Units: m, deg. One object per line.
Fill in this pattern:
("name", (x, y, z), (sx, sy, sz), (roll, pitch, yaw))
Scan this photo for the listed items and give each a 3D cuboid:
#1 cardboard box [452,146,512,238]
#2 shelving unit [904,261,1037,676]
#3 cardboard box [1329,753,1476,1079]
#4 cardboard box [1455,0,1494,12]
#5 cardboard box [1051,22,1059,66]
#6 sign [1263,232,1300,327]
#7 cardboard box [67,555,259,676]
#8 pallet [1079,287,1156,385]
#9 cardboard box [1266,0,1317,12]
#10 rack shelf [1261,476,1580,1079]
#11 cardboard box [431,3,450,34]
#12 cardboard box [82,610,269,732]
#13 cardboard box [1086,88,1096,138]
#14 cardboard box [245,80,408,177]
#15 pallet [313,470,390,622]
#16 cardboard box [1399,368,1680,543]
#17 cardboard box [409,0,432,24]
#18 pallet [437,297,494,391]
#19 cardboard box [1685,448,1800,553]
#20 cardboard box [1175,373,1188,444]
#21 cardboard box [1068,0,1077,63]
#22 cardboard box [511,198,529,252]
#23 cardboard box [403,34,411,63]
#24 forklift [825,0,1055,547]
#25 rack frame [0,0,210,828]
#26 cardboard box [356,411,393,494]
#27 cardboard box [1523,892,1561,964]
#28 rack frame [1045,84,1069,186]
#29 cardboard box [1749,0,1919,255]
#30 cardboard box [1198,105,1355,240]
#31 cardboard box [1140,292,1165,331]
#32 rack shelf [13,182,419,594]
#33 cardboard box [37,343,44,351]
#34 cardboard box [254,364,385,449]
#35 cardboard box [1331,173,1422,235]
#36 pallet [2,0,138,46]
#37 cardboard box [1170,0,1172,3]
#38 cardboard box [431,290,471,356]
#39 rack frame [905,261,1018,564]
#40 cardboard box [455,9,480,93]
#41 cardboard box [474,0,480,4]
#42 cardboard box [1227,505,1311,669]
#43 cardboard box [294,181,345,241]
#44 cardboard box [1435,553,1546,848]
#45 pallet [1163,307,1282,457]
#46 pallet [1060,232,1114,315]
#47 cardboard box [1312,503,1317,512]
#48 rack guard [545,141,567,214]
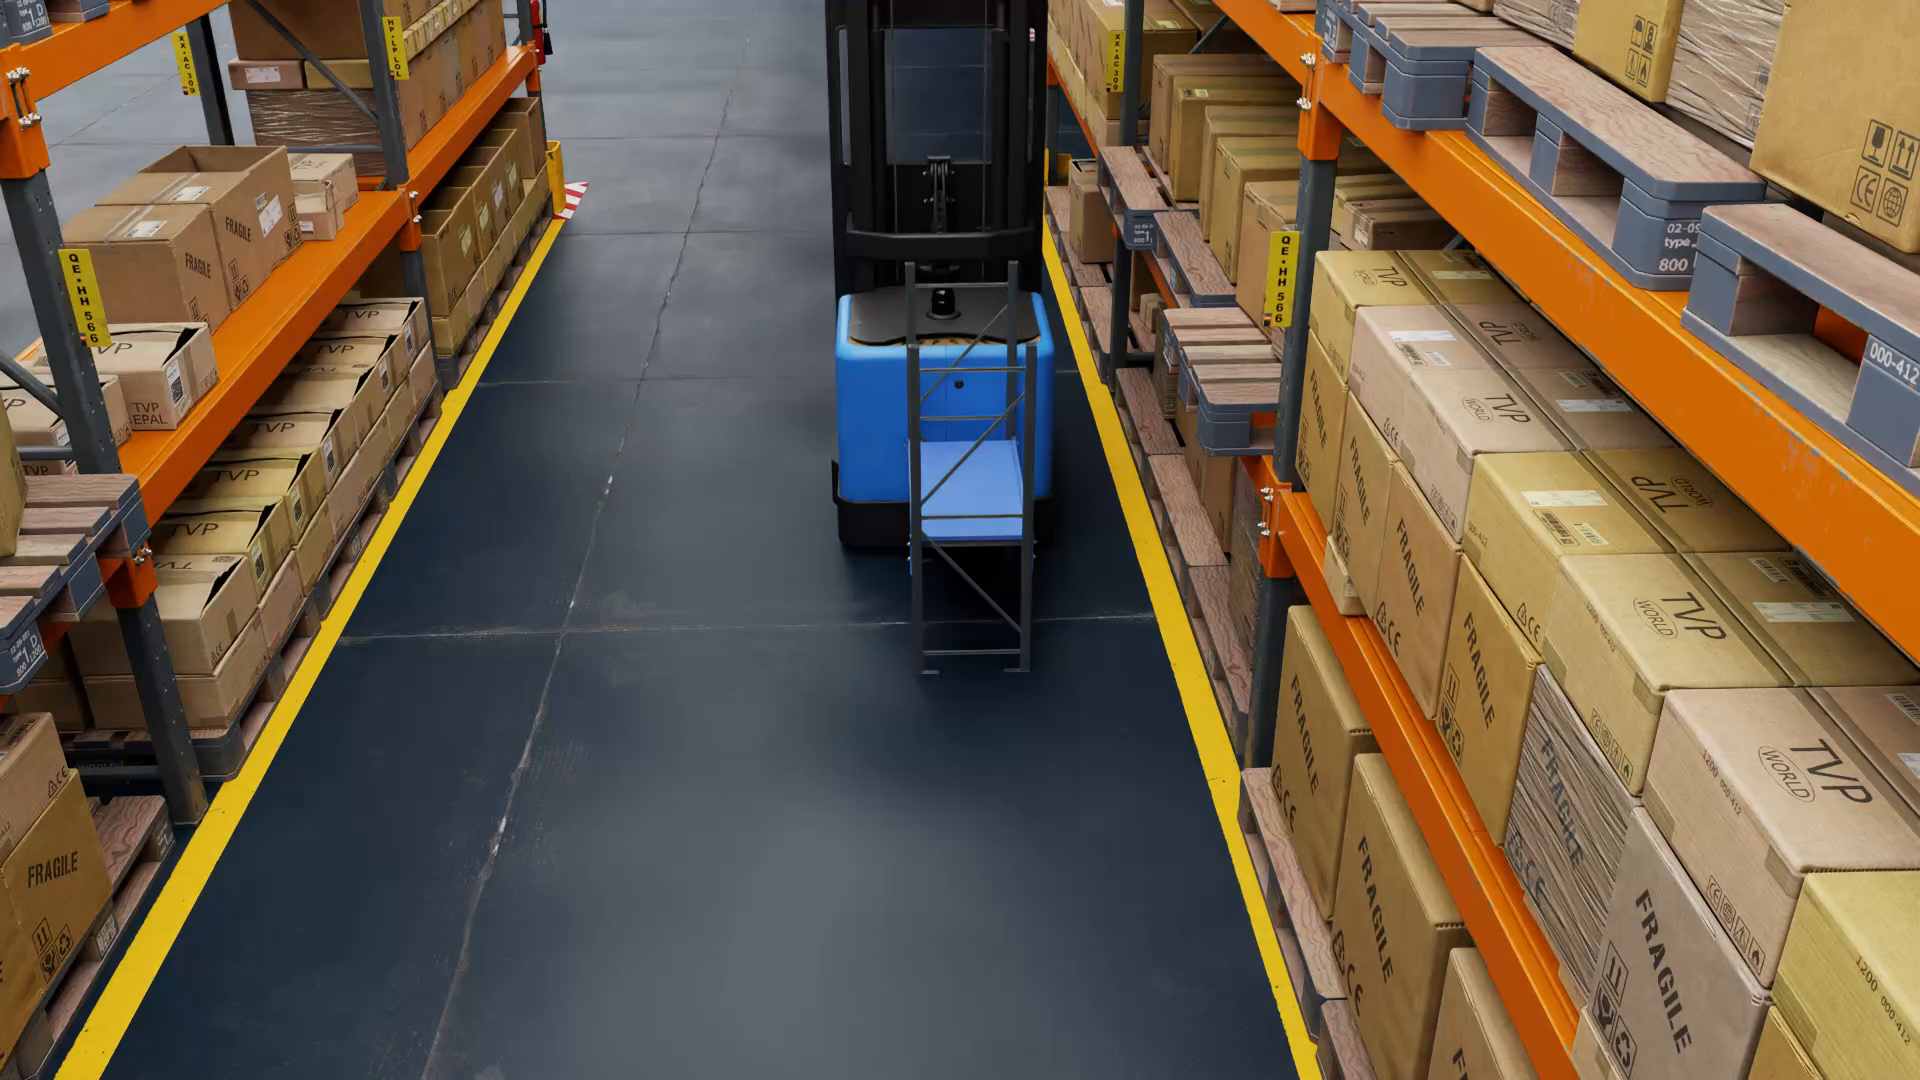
("cardboard box", (-3.343, -2.337, 11.196), (0.500, 0.500, 0.500), (-1, 28, -3))
("shelving unit", (0.029, -0.328, 7.256), (0.538, 1.500, 1.048), (-1, 28, -2))
("cardboard box", (1.551, 1.117, 4.735), (0.750, 0.750, 0.750), (-2, 28, -3))
("cardboard box", (1.687, -1.748, 4.531), (0.700, 0.500, 0.500), (-3, 28, -7))
("cardboard box", (0.937, -3.562, 11.976), (0.500, 0.250, 0.500), (-2, 28, -4))
("sign", (1.063, -0.858, 5.485), (0.100, 0.325, 0.005), (-1, 28, -3))
("cardboard box", (-3.076, 0.259, 6.422), (0.500, 0.311, 0.500), (0, 28, -1))
("pallet", (1.325, -1.317, 10.548), (1.003, 0.211, 1.213), (-1, 28, -3))
("cardboard box", (1.297, -2.023, 5.715), (0.500, 0.311, 0.500), (-1, 28, -3))
("rack shelf", (1.709, 0.845, 4.164), (1.077, 0.370, 4.000), (-1, 28, -3))
("cardboard box", (-3.456, -3.299, 10.522), (0.380, 0.149, 0.250), (-2, 28, -3))
("cardboard box", (-3.076, 0.508, 6.552), (0.500, 0.250, 0.500), (-1, 28, -3))
("cardboard box", (1.051, -2.629, 10.187), (0.500, 0.250, 0.500), (-1, 28, -2))
("cardboard box", (-3.580, -2.372, 9.447), (0.700, 0.500, 0.500), (-2, 28, -4))
("pallet", (-3.407, 0.017, 7.989), (1.003, 0.211, 1.213), (-1, 28, -3))
("cardboard box", (1.430, -0.220, 4.166), (0.500, 0.250, 0.500), (-1, 28, -2))
("cardboard box", (-3.634, -3.412, 10.037), (0.700, 0.500, 0.500), (-1, 28, -3))
("pallet", (-3.551, -1.255, 10.428), (1.003, 0.211, 1.213), (-1, 28, -3))
("cardboard box", (1.961, 0.000, 3.745), (0.500, 0.250, 0.500), (-2, 28, -4))
("cardboard box", (1.528, -0.754, 8.680), (0.700, 0.500, 0.500), (-2, 28, -4))
("cardboard box", (0.987, -3.434, 10.919), (0.500, 0.500, 0.500), (-1, 28, -1))
("cardboard box", (-3.371, -2.235, 11.812), (0.500, 0.250, 0.500), (-1, 28, -3))
("cardboard box", (-3.400, -2.819, 9.602), (0.380, 0.149, 0.250), (-2, 28, -4))
("forklift", (-0.125, -1.910, 8.742), (1.130, 2.935, 3.031), (-1, 28, -2))
("rack frame", (-3.342, -0.276, 5.535), (1.000, 3.000, 0.127), (-1, 28, -3))
("cardboard box", (-3.188, -0.436, 8.361), (0.500, 0.250, 0.500), (-1, 28, -2))
("cardboard box", (1.491, 0.815, 3.693), (0.380, 0.149, 0.250), (-2, 28, -4))
("rack frame", (1.187, -4.092, 12.852), (1.000, 3.000, 0.127), (-1, 28, -3))
("cardboard box", (1.783, -0.784, 2.682), (0.700, 0.500, 0.500), (-2, 28, -4))
("cardboard box", (1.476, -1.686, 7.656), (0.700, 0.500, 0.500), (2, 28, 4))
("cardboard box", (1.338, -1.430, 10.336), (0.380, 0.166, 0.250), (-5, 28, -9))
("rack shelf", (-3.447, -0.881, 7.473), (1.077, 0.370, 4.000), (-1, 28, -3))
("cardboard box", (-3.465, -0.752, 6.720), (0.380, 0.149, 0.250), (1, 28, 1))
("cardboard box", (-3.186, -0.688, 8.239), (0.500, 0.311, 0.500), (-1, 28, -3))
("cardboard box", (1.525, -1.231, 6.081), (0.380, 0.149, 0.250), (-6, 28, -11))
("pallet", (-3.467, -1.833, 5.482), (1.213, 0.211, 1.003), (0, 28, 0))
("cardboard box", (1.536, -3.211, 10.492), (0.500, 0.500, 0.500), (-1, 28, -1))
("cardboard box", (-3.272, -1.312, 10.041), (0.500, 0.250, 0.500), (-1, 28, -3))
("rack frame", (0.008, -0.562, 7.707), (0.500, 1.500, 0.032), (-1, 28, -2))
("cardboard box", (-3.696, -3.327, 11.277), (0.700, 0.500, 0.500), (-1, 28, -2))
("cardboard box", (-3.510, -3.775, 11.435), (0.380, 0.149, 0.250), (-1, 28, -2))
("cardboard box", (1.515, 0.185, 6.879), (0.700, 0.500, 0.500), (-1, 28, -2))
("cardboard box", (-3.322, -1.662, 8.338), (0.396, 0.266, 0.258), (-2, 28, -4))
("cardboard box", (1.452, 0.360, 3.865), (0.500, 0.500, 0.500), (-1, 28, -1))
("pallet", (1.461, -0.639, 6.439), (1.213, 0.211, 1.003), (-1, 28, -3))
("pallet", (1.259, -1.882, 11.631), (1.003, 0.211, 1.213), (-1, 28, -3))
("cardboard box", (1.390, -0.137, 5.519), (0.380, 0.149, 0.250), (-2, 28, -3))
("rack guard", (-3.761, -2.873, 13.218), (1.175, 0.500, 0.348), (-1, 28, -3))
